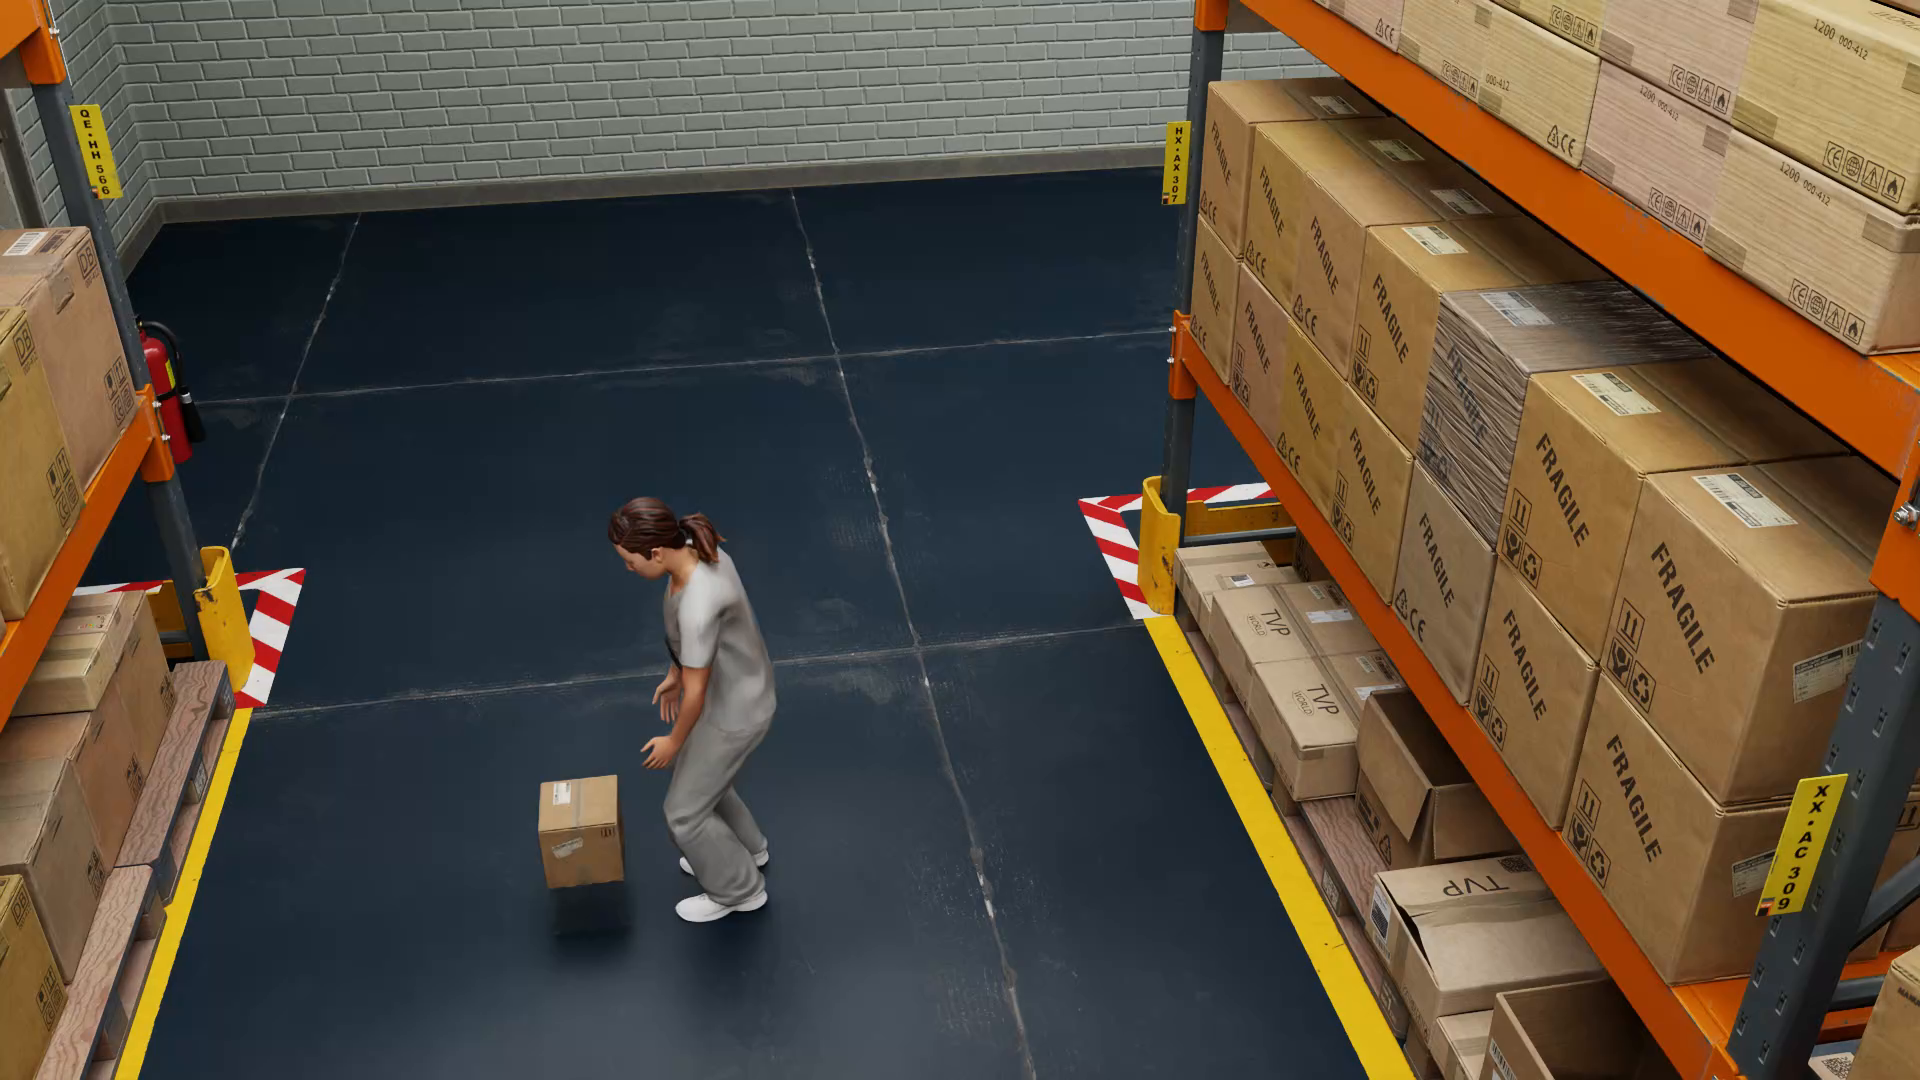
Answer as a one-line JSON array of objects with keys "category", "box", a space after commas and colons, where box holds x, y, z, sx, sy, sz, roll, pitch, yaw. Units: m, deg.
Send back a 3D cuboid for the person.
[{"category": "person", "box": [-0.818, 0.544, 5.330, 0.467, 1.573, 0.475, -5, 31, -8]}]
